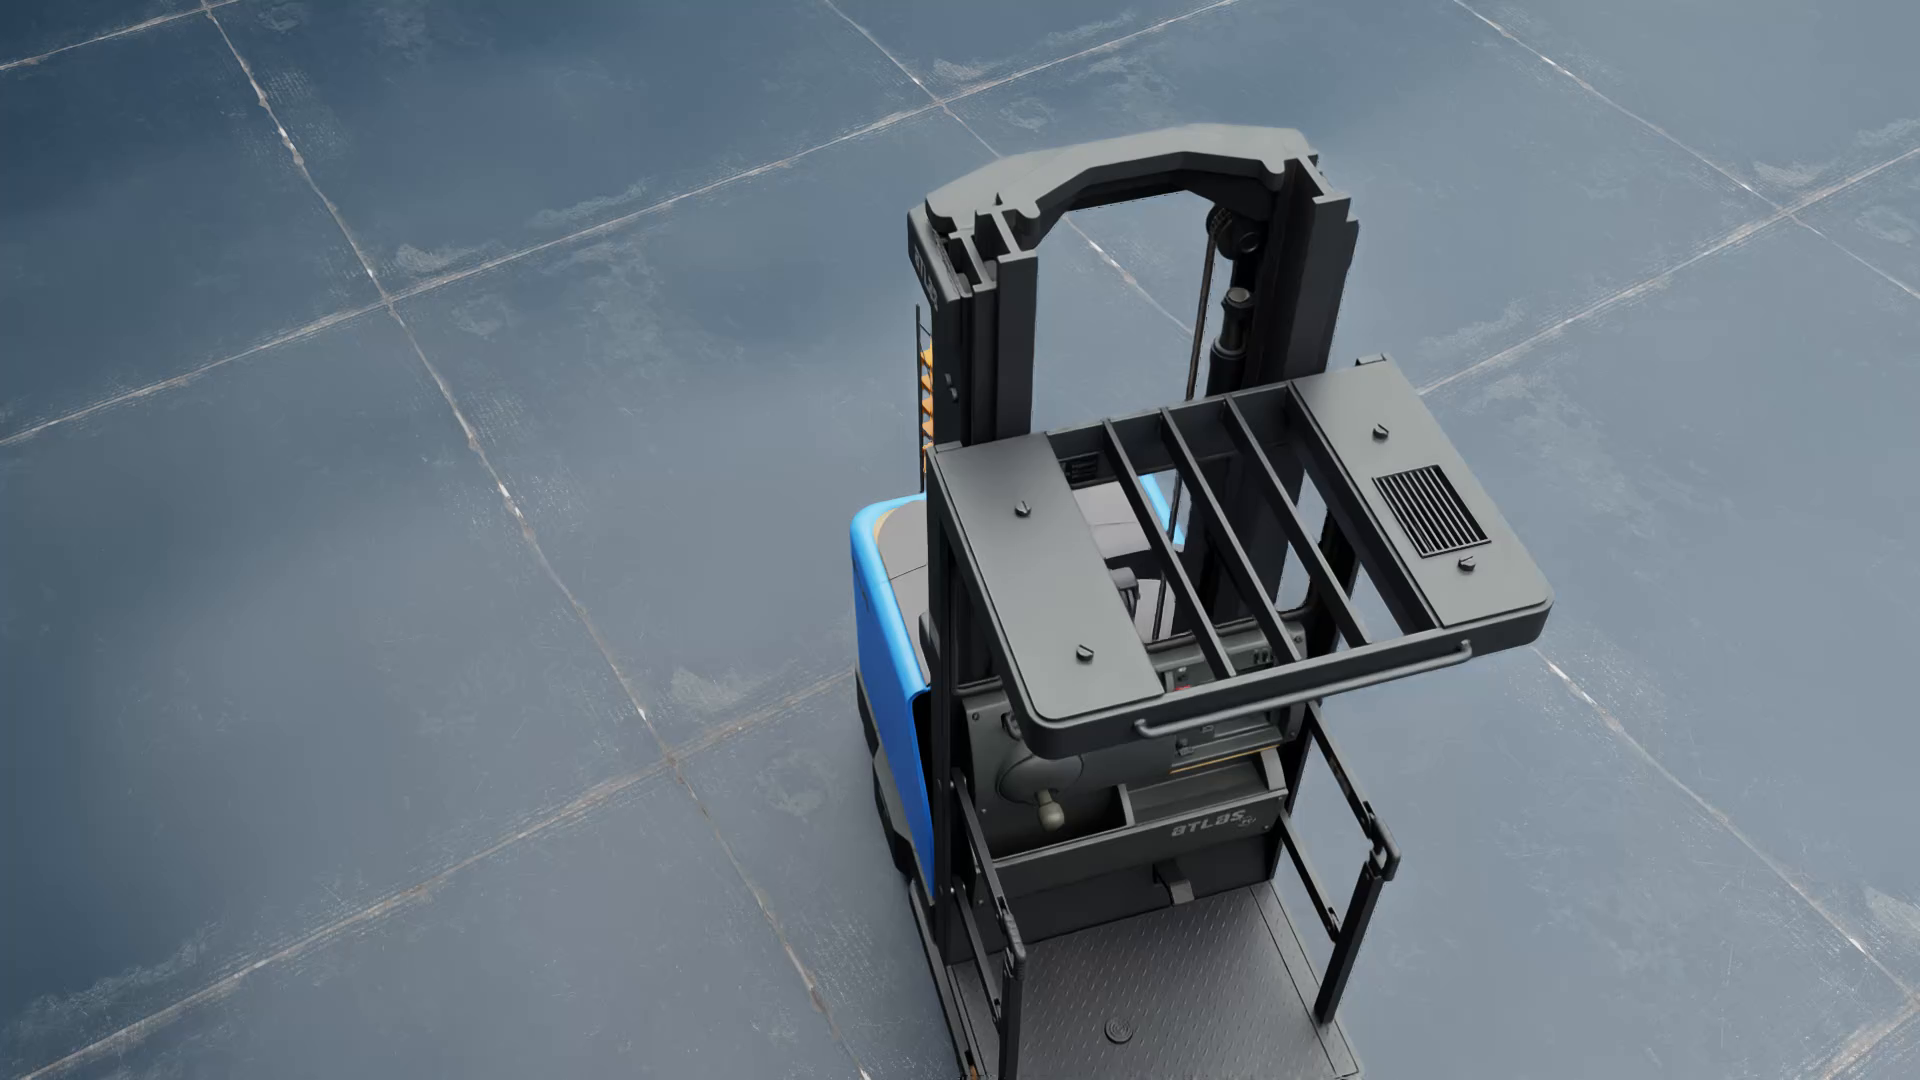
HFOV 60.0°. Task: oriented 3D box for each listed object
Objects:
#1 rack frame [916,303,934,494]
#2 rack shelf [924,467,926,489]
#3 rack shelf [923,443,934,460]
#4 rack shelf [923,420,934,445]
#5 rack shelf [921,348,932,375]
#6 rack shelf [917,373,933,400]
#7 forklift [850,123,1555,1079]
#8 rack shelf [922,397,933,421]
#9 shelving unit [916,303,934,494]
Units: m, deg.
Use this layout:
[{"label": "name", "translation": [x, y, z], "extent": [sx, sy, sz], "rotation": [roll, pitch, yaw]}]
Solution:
[{"label": "rack frame", "translation": [-0.090, -0.357, 6.210], "extent": [0.006, 1.200, 0.240], "rotation": [-25, 53, -21]}, {"label": "rack shelf", "translation": [-0.012, -0.204, 6.455], "extent": [0.180, 0.103, 0.258], "rotation": [-25, 53, -21]}, {"label": "rack shelf", "translation": [-0.012, -0.284, 6.365], "extent": [0.180, 0.103, 0.258], "rotation": [-25, 53, -21]}, {"label": "rack shelf", "translation": [-0.012, -0.364, 6.275], "extent": [0.180, 0.103, 0.258], "rotation": [-25, 53, -21]}, {"label": "rack shelf", "translation": [-0.012, -0.603, 6.006], "extent": [0.180, 0.103, 0.258], "rotation": [-25, 53, -21]}, {"label": "rack shelf", "translation": [-0.012, -0.523, 6.096], "extent": [0.180, 0.103, 0.258], "rotation": [-25, 53, -21]}, {"label": "forklift", "translation": [0.532, 0.592, 4.205], "extent": [1.130, 2.935, 3.031], "rotation": [-12, 49, -11]}, {"label": "rack shelf", "translation": [-0.012, -0.444, 6.186], "extent": [0.180, 0.103, 0.258], "rotation": [-25, 53, -21]}, {"label": "shelving unit", "translation": [-0.012, -0.393, 6.242], "extent": [0.189, 1.200, 0.258], "rotation": [-25, 53, -21]}]
